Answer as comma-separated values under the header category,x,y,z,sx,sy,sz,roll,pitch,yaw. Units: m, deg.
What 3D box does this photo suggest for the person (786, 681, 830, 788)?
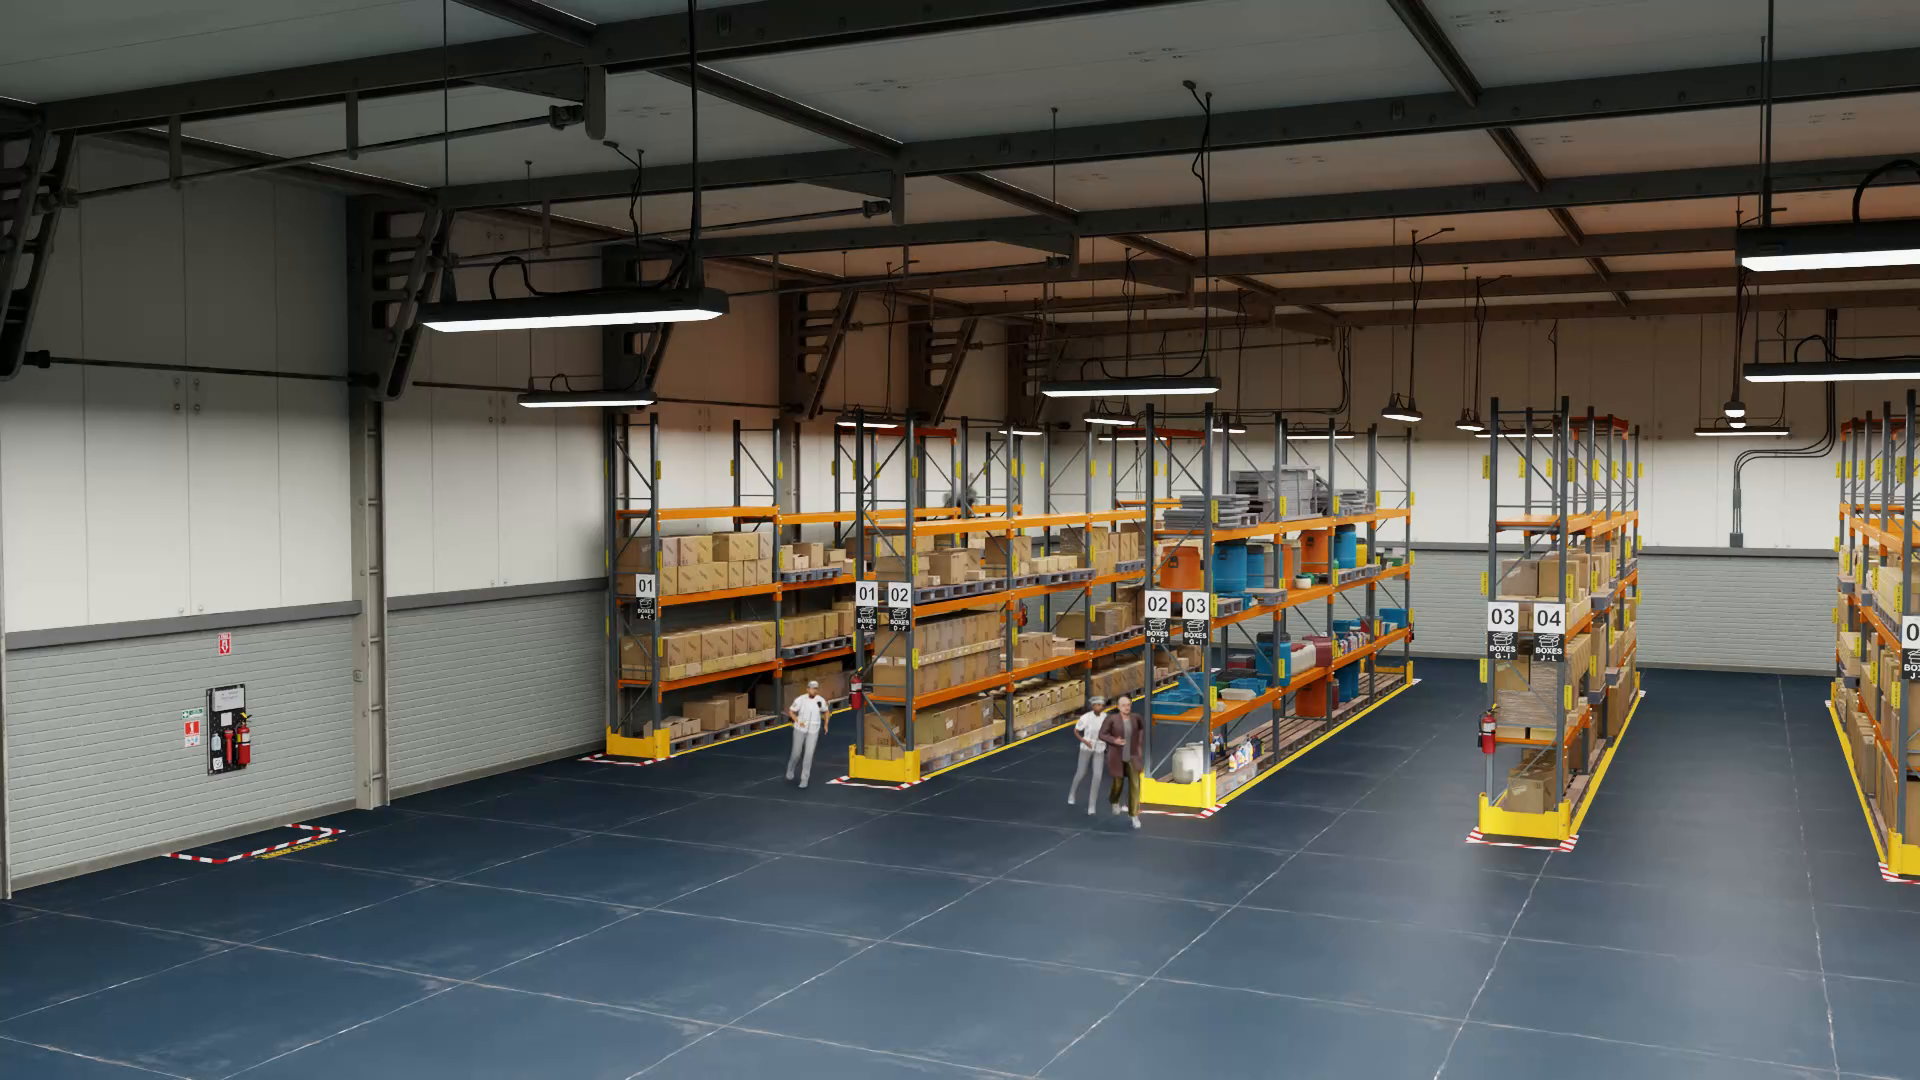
category,x,y,z,sx,sy,sz,roll,pitch,yaw
person,-2.403,3.053,26.448,0.694,1.642,0.879,0,2,-11

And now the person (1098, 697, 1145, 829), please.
category,x,y,z,sx,sy,sz,roll,pitch,yaw
person,2.318,3.122,23.664,0.738,1.802,1.020,0,2,-10

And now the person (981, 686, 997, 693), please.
category,x,y,z,sx,sy,sz,roll,pitch,yaw
person,0.594,2.695,34.722,0.644,1.677,0.591,1,3,20

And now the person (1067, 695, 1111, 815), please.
category,x,y,z,sx,sy,sz,roll,pitch,yaw
person,1.963,3.142,24.508,0.666,1.695,0.837,0,2,-9

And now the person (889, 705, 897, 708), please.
category,x,y,z,sx,sy,sz,roll,pitch,yaw
person,-1.291,2.801,32.499,0.632,1.639,0.902,1,2,12
